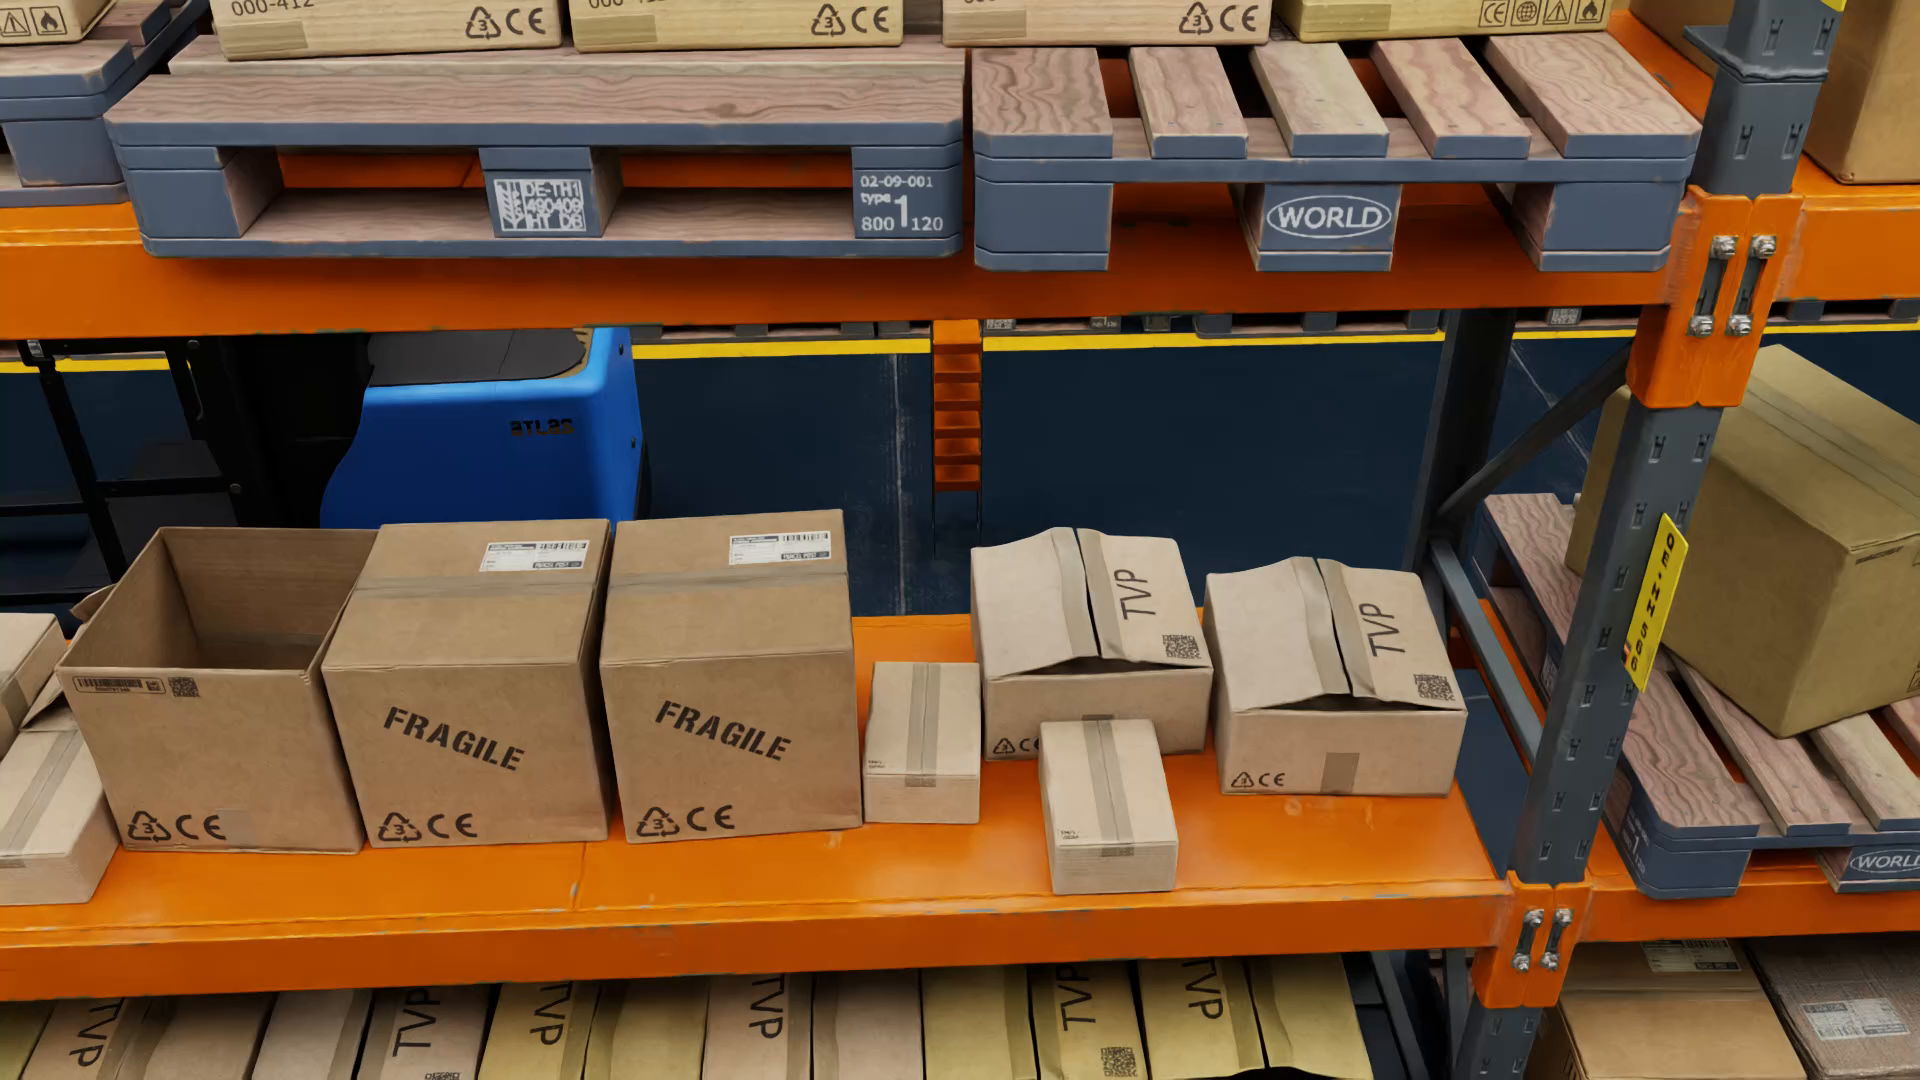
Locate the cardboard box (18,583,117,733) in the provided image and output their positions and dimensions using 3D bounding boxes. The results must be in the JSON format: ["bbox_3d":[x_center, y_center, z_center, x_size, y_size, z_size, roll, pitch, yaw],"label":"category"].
[{"bbox_3d":[-1.933,0.310,3.784,0.258,0.266,0.396,-2,35,-3],"label":"cardboard box"}]

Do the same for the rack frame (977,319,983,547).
[{"bbox_3d":[0.077,-0.495,6.412,0.006,1.200,0.240,-2,35,-2],"label":"rack frame"}]

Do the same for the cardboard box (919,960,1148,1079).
[{"bbox_3d":[0.162,1.174,3.972,0.500,0.311,0.500,-2,35,-3],"label":"cardboard box"}]

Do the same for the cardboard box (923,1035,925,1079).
[{"bbox_3d":[0.164,1.402,4.136,0.500,0.250,0.500,-2,35,-3],"label":"cardboard box"}]

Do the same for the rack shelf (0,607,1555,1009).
[{"bbox_3d":[-0.805,0.625,3.844,4.000,0.370,1.077,-2,35,-2],"label":"rack shelf"}]

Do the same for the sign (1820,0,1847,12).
[{"bbox_3d":[1.211,-0.888,2.237,0.005,0.325,0.100,-2,35,-2],"label":"sign"}]

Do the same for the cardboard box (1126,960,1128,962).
[{"bbox_3d":[0.655,0.849,4.441,0.500,0.311,0.500,0,35,-1],"label":"cardboard box"}]

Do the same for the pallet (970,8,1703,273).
[{"bbox_3d":[0.519,-0.812,2.817,1.003,0.211,1.213,0,35,0],"label":"pallet"}]

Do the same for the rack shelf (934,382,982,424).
[{"bbox_3d":[-0.014,-0.555,6.365,0.180,0.103,0.258,-2,35,-2],"label":"rack shelf"}]

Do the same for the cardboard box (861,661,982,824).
[{"bbox_3d":[-0.079,0.445,3.692,0.250,0.149,0.380,1,35,1],"label":"cardboard box"}]

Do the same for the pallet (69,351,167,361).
[{"bbox_3d":[-3.710,-1.248,8.368,1.213,0.211,1.003,-2,35,-2],"label":"pallet"}]

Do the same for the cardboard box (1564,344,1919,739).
[{"bbox_3d":[1.816,-0.020,3.686,0.500,0.500,0.700,-13,37,-18],"label":"cardboard box"}]

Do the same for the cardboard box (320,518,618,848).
[{"bbox_3d":[-1.009,0.302,3.589,0.500,0.500,0.500,-1,35,-2],"label":"cardboard box"}]

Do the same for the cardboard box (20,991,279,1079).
[{"bbox_3d":[-1.878,1.230,3.891,0.500,0.311,0.500,-2,35,-3],"label":"cardboard box"}]

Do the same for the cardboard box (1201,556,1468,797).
[{"bbox_3d":[0.827,0.297,3.764,0.500,0.311,0.500,1,35,1],"label":"cardboard box"}]

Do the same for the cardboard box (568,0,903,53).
[{"bbox_3d":[-0.353,-0.992,2.674,0.500,0.250,0.500,-2,35,-3],"label":"cardboard box"}]

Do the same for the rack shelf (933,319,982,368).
[{"bbox_3d":[-0.014,-0.752,6.228,0.180,0.103,0.258,-2,35,-2],"label":"rack shelf"}]

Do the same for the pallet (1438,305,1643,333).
[{"bbox_3d":[2.961,-1.404,8.593,1.213,0.211,1.003,-2,35,-2],"label":"pallet"}]

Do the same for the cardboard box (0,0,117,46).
[{"bbox_3d":[-1.639,-0.989,2.670,0.500,0.250,0.500,-5,35,-7],"label":"cardboard box"}]

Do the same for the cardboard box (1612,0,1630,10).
[{"bbox_3d":[2.991,-2.620,7.533,0.500,0.500,0.500,-1,35,-1],"label":"cardboard box"}]

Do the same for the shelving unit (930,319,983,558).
[{"bbox_3d":[-0.014,-0.493,6.408,0.189,1.200,0.258,-2,35,-2],"label":"shelving unit"}]

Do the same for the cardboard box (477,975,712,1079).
[{"bbox_3d":[-0.843,1.198,3.937,0.500,0.311,0.500,-1,35,-1],"label":"cardboard box"}]

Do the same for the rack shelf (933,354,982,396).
[{"bbox_3d":[-0.014,-0.654,6.297,0.180,0.103,0.258,-2,35,-2],"label":"rack shelf"}]

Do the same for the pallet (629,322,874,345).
[{"bbox_3d":[-1.042,-1.343,8.505,1.213,0.211,1.003,-2,35,-2],"label":"pallet"}]

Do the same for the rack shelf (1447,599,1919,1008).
[{"bbox_3d":[3.190,0.517,3.999,4.000,0.370,1.077,-2,35,-2],"label":"rack shelf"}]

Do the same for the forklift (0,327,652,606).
[{"bbox_3d":[-2.757,-1.057,5.702,3.031,2.935,1.130,-3,35,-4],"label":"forklift"}]

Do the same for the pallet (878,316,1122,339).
[{"bbox_3d":[0.174,-1.374,8.550,1.213,0.211,1.003,-2,35,-2],"label":"pallet"}]

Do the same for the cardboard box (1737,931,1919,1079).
[{"bbox_3d":[2.183,1.255,4.111,0.500,0.500,0.500,-3,35,-4],"label":"cardboard box"}]

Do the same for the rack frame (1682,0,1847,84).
[{"bbox_3d":[1.193,-2.192,2.010,0.127,3.000,1.000,-2,35,-2],"label":"rack frame"}]

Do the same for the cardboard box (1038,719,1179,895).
[{"bbox_3d":[0.307,0.560,3.526,0.250,0.149,0.380,-2,35,-2],"label":"cardboard box"}]

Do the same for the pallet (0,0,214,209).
[{"bbox_3d":[-1.923,-0.803,2.807,1.217,0.209,0.805,-3,35,-4],"label":"pallet"}]

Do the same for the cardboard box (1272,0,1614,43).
[{"bbox_3d":[0.742,-1.025,2.723,0.500,0.250,0.500,-4,35,-6],"label":"cardboard box"}]
